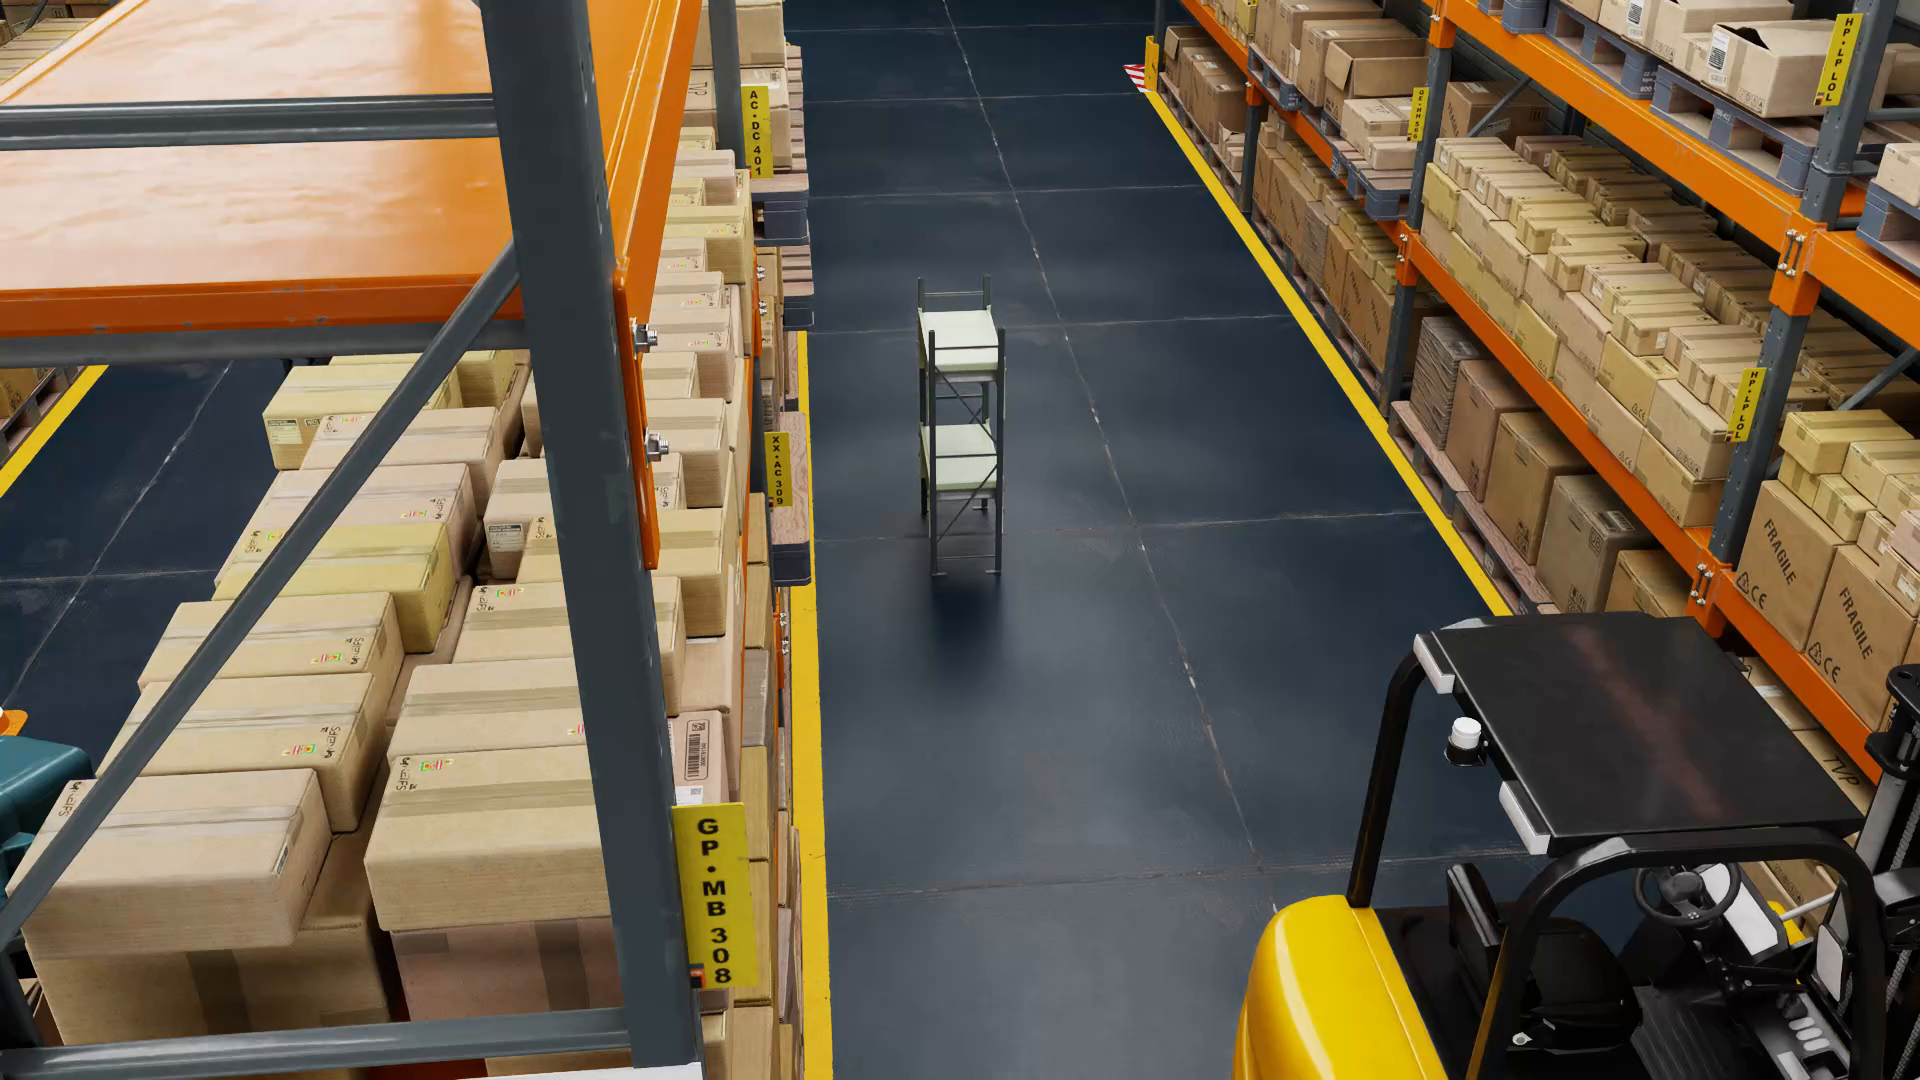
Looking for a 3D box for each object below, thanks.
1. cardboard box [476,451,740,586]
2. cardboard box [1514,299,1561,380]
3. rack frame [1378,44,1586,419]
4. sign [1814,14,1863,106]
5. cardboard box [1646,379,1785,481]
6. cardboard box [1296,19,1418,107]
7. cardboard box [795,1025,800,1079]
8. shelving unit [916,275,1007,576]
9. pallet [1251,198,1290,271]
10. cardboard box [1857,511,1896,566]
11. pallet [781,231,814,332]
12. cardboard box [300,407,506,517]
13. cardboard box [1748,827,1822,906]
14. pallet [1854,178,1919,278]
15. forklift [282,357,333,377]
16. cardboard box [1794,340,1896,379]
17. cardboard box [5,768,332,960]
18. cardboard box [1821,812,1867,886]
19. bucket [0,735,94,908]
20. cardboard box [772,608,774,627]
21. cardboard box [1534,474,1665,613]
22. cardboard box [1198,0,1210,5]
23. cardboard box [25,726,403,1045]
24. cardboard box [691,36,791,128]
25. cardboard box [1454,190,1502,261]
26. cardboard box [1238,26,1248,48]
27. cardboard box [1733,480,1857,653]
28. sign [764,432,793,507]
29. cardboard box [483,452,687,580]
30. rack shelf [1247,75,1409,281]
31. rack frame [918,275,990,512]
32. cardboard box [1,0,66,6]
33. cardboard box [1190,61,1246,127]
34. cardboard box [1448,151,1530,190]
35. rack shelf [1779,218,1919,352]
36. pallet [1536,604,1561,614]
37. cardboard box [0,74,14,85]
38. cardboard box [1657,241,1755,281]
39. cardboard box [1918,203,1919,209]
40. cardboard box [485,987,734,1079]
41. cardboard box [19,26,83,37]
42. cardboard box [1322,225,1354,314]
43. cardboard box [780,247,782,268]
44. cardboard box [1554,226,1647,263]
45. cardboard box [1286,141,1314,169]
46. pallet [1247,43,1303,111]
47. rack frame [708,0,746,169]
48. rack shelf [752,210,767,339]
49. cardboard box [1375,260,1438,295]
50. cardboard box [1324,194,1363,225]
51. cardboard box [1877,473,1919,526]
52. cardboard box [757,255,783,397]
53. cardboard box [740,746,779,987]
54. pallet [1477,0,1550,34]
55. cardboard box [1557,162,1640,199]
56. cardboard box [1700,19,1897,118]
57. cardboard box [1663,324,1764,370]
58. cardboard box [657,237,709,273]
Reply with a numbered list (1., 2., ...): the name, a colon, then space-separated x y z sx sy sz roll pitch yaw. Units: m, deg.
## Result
1. cardboard box: -0.762 0.032 3.703 0.500 0.250 0.500 -2 31 -3
2. cardboard box: 3.266 -1.064 8.753 0.500 0.250 0.500 -2 31 -3
3. rack frame: 3.324 -2.152 10.427 1.000 3.000 0.127 -3 31 -5
4. sign: 3.158 -1.723 5.974 0.100 0.325 0.005 -3 31 -5
5. cardboard box: 3.397 -0.498 7.317 0.500 0.250 0.500 -3 31 -6
6. cardboard box: 2.894 -3.494 12.168 0.700 0.500 0.500 -3 31 -5
7. cardboard box: -0.819 1.951 5.831 0.500 0.250 0.500 -2 31 -4
8. shelving unit: 0.001 -0.640 9.360 0.431 1.500 0.755 -3 31 -5
9. pallet: 3.064 -2.583 13.869 1.003 0.211 1.213 -3 31 -5
10. cardboard box: 3.543 0.008 6.081 0.380 0.149 0.250 -3 31 -5
11. pallet: -1.445 -1.471 9.474 1.213 0.211 1.003 -3 31 -5
12. cardboard box: -1.210 -0.163 3.640 0.380 0.149 0.250 -4 31 -6
13. cardboard box: 3.484 1.195 6.609 0.500 0.250 0.500 -3 31 -5
14. pallet: 3.803 -0.925 5.535 1.003 0.211 1.213 -3 31 -5
15. forklift: -3.378 -1.580 9.537 1.130 2.935 3.031 -2 31 -3
16. cardboard box: 3.905 -0.760 7.367 0.380 0.149 0.250 -4 31 -6
17. cardboard box: -1.196 0.492 2.544 0.380 0.149 0.250 -2 31 -4
18. cardboard box: 3.526 1.239 6.048 0.500 0.250 0.500 -2 31 -3
19. bucket: -3.855 1.131 6.642 0.726 0.611 0.620 8 22 13
20. cardboard box: -0.911 0.388 6.421 0.380 0.149 0.250 -3 31 -5
21. cardboard box: 3.573 0.067 8.618 0.875 0.625 0.625 -3 31 -5
22. cardboard box: 2.450 -5.154 15.698 0.380 0.149 0.250 -2 31 -3
23. cardboard box: -1.187 0.573 2.796 0.500 0.250 0.500 -3 31 -5
24. cardboard box: -0.948 -1.850 6.733 0.500 0.250 0.500 -3 31 -5
25. cardboard box: 3.168 -1.808 9.510 0.500 0.250 0.500 -2 31 -3
26. cardboard box: 2.623 -4.369 14.384 0.380 0.149 0.250 -2 31 -3
27. cardboard box: 3.479 0.087 6.582 0.500 0.500 0.500 -4 31 -6
28. sign: -0.705 -0.271 6.435 0.100 0.325 0.005 -3 31 -5
29. cardboard box: -0.770 -0.053 3.456 0.380 0.149 0.250 -3 31 -5
30. rack shelf: 3.137 -2.864 12.321 1.077 0.370 4.000 -3 31 -5
31. rack frame: -0.034 -0.827 9.673 0.400 1.500 0.023 -3 31 -5
32. cardboard box: -7.224 -4.492 12.983 0.500 0.500 0.500 -4 31 -6
33. cardboard box: 2.530 -4.313 16.074 0.500 0.500 0.500 -2 31 -4
34. cardboard box: 3.086 -2.160 9.711 0.380 0.149 0.250 -2 31 -4
35. rack shelf: 3.884 -0.067 4.714 1.077 0.370 4.000 -3 31 -5
36. pallet: 3.590 0.713 8.350 1.003 0.211 1.213 -3 31 -5
37. cardboard box: -6.531 -2.995 11.094 0.380 0.149 0.250 -3 31 -5
38. cardboard box: 3.782 -1.401 8.441 0.380 0.149 0.250 -2 31 -4
39. cardboard box: 3.533 -1.146 5.398 0.500 0.311 0.500 -2 31 -4
40. cardboard box: -0.578 0.808 2.792 0.380 0.149 0.250 -3 31 -5
41. cardboard box: -6.653 -3.660 12.208 0.380 0.149 0.250 -4 31 -6
42. cardboard box: 2.982 -1.987 12.180 0.500 0.500 0.500 -1 31 -2
43. cardboard box: -1.188 -1.568 9.286 0.380 0.149 0.250 -3 31 -5
44. cardboard box: 3.312 -1.510 8.622 0.380 0.149 0.250 -3 31 -5
45. cardboard box: 2.857 -3.115 13.436 0.380 0.149 0.250 -4 31 -7
46. pallet: 2.916 -3.698 13.203 1.003 0.211 1.213 -3 31 -5
47. rack frame: -1.244 -2.445 5.068 1.000 3.000 0.127 -3 31 -5
48. rack shelf: -1.431 -1.870 7.731 1.077 0.370 4.000 -3 31 -5
49. cardboard box: 3.025 -1.777 11.196 0.380 0.149 0.250 -4 31 -7
50. cardboard box: 2.929 -2.456 12.331 0.380 0.149 0.250 -4 31 -7
51. cardboard box: 3.579 -0.123 6.010 0.380 0.149 0.250 -3 31 -6
52. cardboard box: -1.082 -0.982 7.673 0.500 0.500 0.500 -3 31 -5
53. cardboard box: -0.795 0.963 4.825 0.500 0.500 0.500 -3 31 -6
54. pallet: 3.476 -3.016 9.133 1.213 0.211 1.003 -1 31 -2
55. cardboard box: 3.655 -2.053 9.532 0.380 0.149 0.250 -3 31 -5
56. cardboard box: 3.387 -1.940 6.727 0.500 0.311 0.500 -4 31 -6
57. cardboard box: 3.432 -0.853 7.523 0.380 0.149 0.250 -3 31 -5
58. cardboard box: -0.884 -0.709 4.555 0.380 0.149 0.250 -3 31 -6
